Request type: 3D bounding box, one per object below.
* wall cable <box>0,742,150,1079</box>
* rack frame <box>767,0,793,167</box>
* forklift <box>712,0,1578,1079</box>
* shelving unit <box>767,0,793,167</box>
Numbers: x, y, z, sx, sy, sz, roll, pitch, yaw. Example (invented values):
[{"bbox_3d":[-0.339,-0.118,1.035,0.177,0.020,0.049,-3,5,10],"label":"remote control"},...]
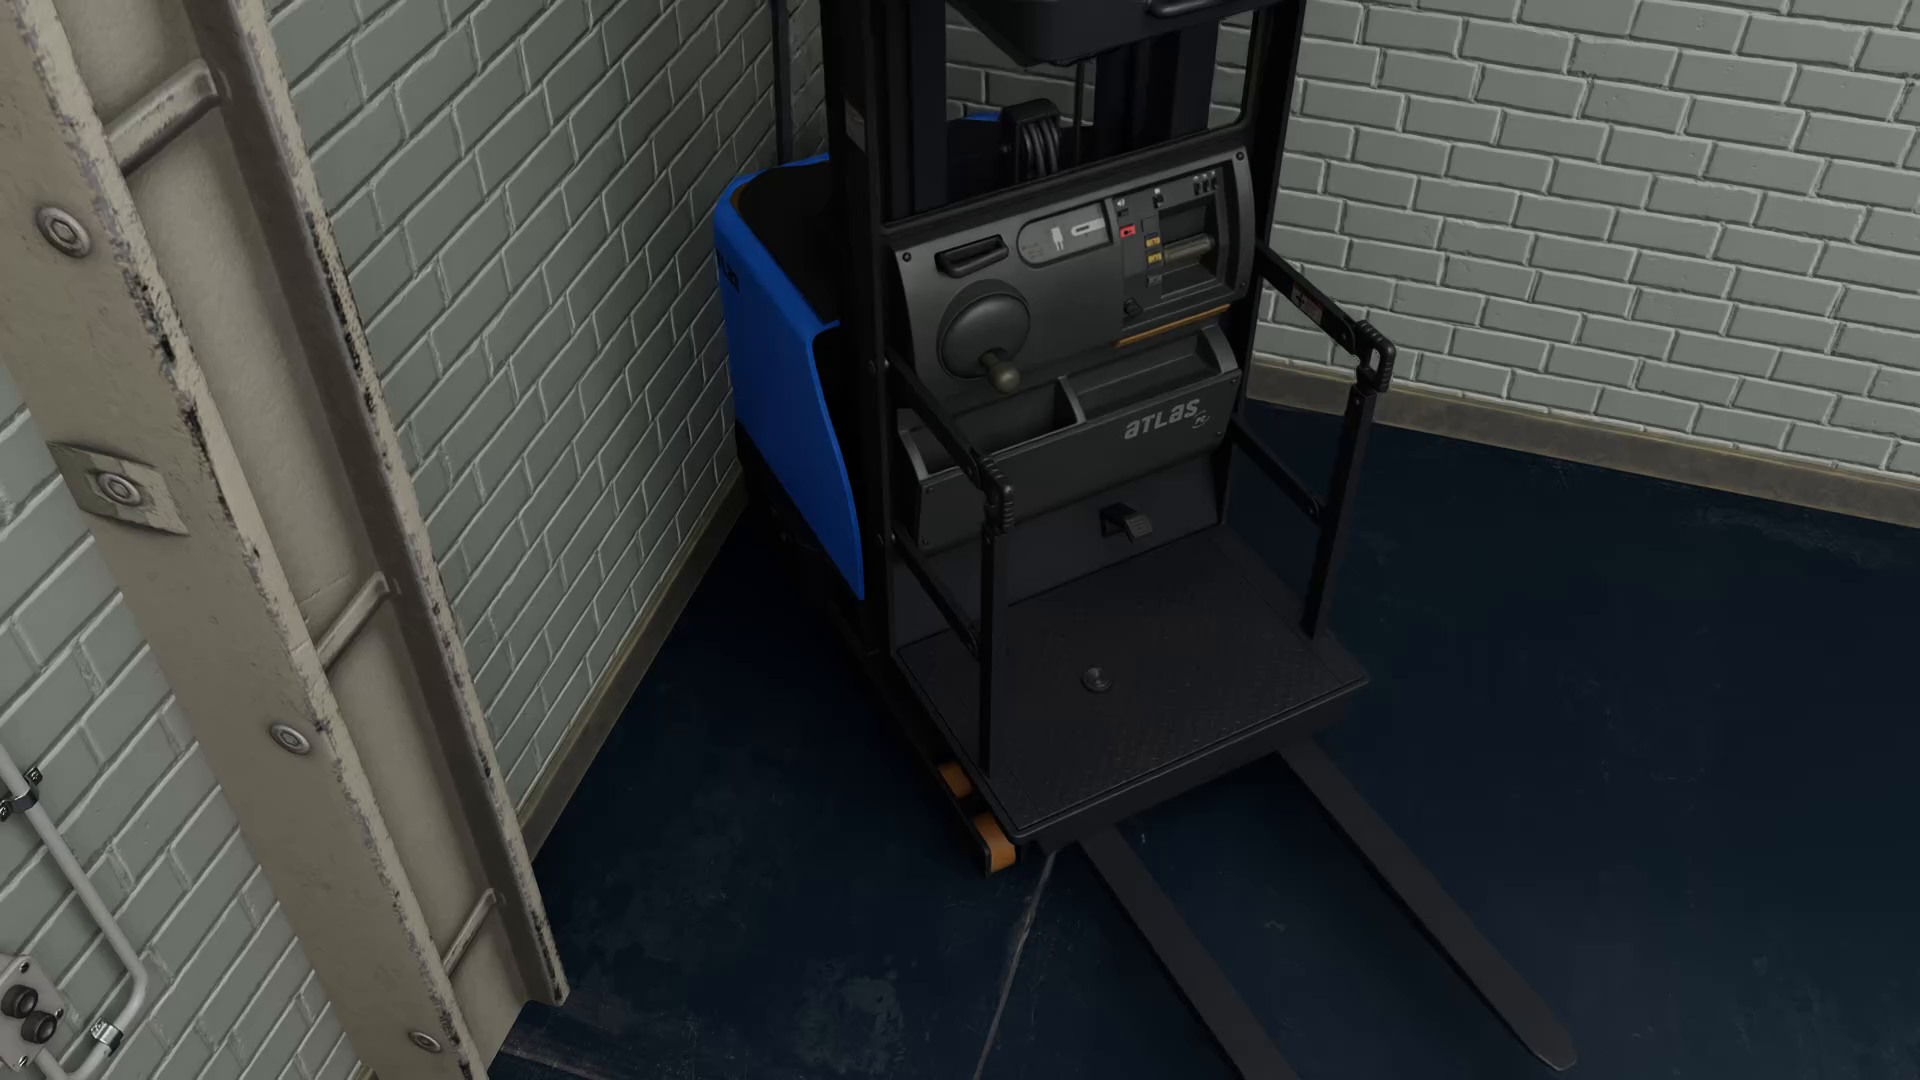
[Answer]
[{"bbox_3d":[-1.675,0.702,1.662,0.084,1.984,1.851,13,46,13],"label":"wall cable"},{"bbox_3d":[-0.640,-1.121,5.199,0.032,1.500,0.500,-20,44,-24],"label":"rack frame"},{"bbox_3d":[0.386,-0.543,3.709,1.130,2.935,3.031,-20,48,-20],"label":"forklift"},{"bbox_3d":[-0.205,-1.277,5.409,1.048,1.500,0.538,-20,44,-24],"label":"shelving unit"}]
